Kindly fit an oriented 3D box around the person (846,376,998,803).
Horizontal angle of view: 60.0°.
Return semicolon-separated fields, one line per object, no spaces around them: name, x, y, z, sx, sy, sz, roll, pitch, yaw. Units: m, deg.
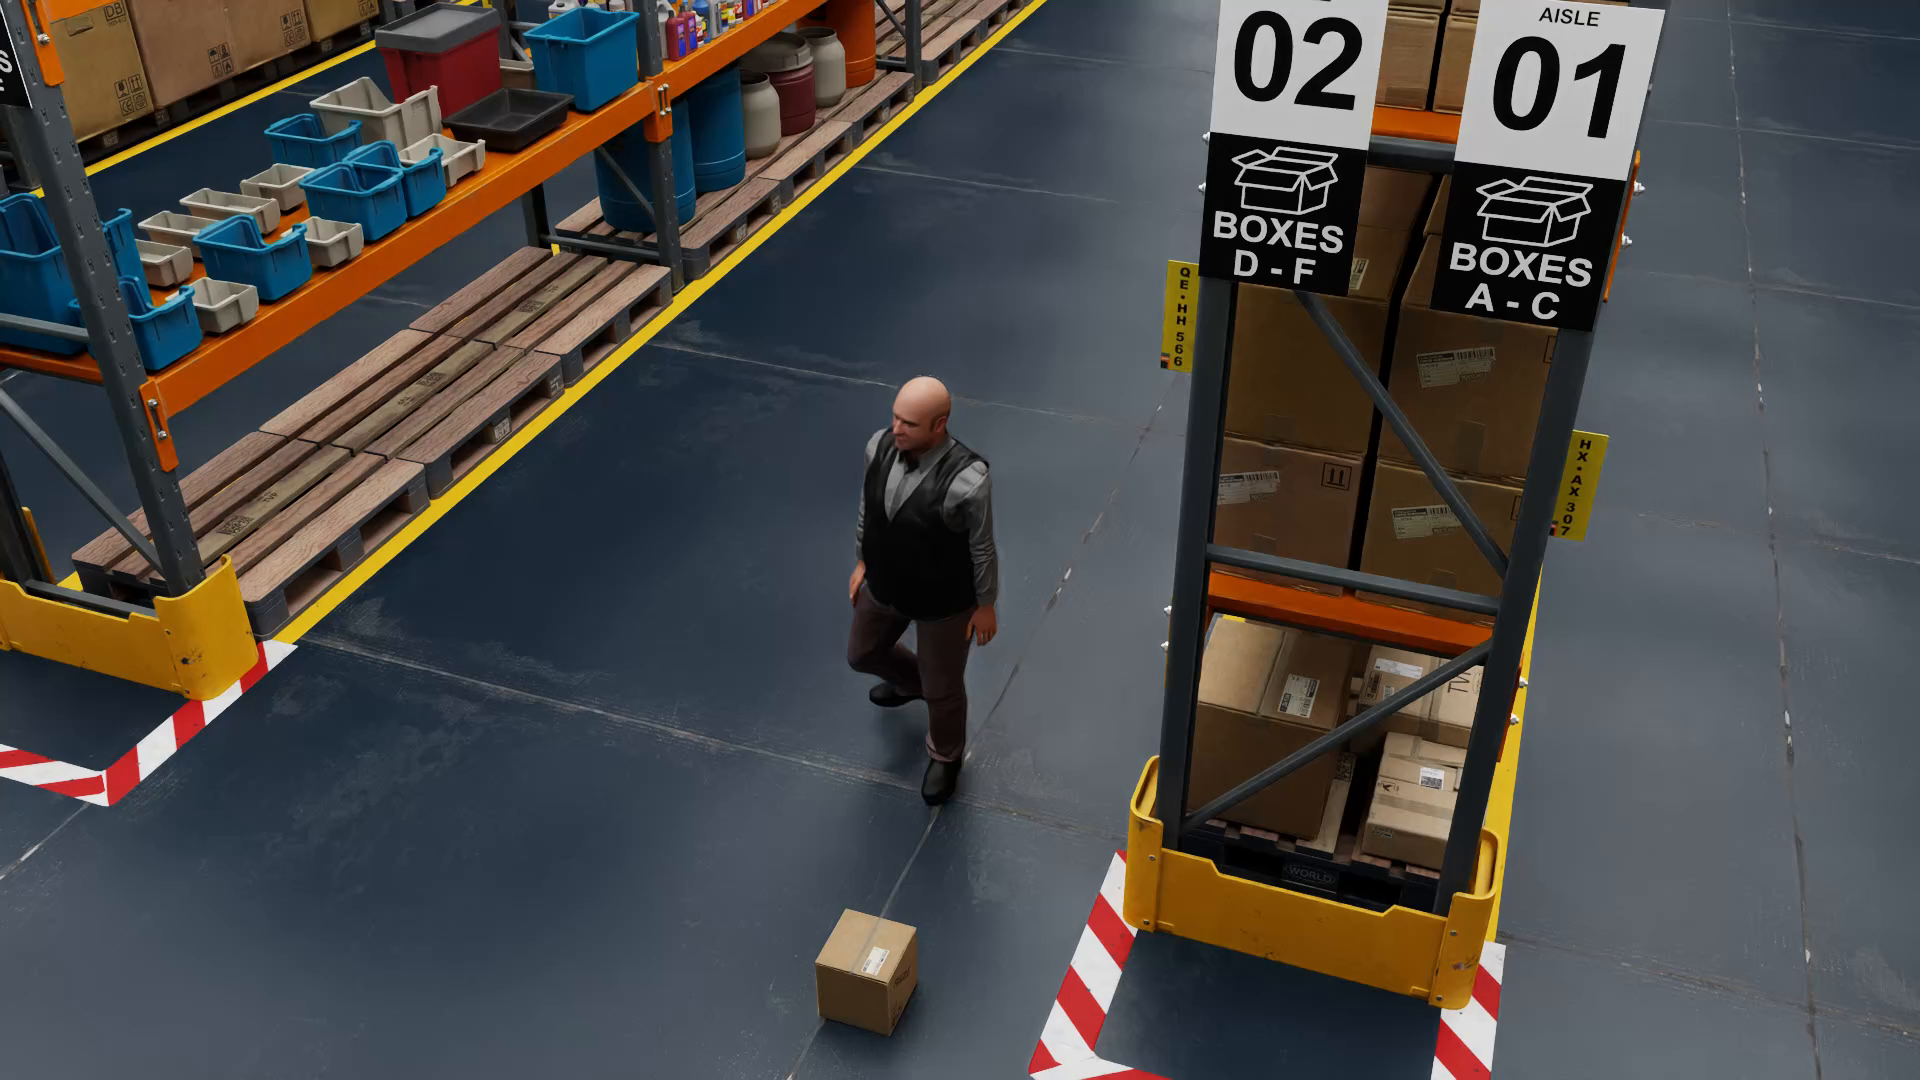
person;-0.151;0.126;5.953;0.709;1.714;0.520;24;40;32
